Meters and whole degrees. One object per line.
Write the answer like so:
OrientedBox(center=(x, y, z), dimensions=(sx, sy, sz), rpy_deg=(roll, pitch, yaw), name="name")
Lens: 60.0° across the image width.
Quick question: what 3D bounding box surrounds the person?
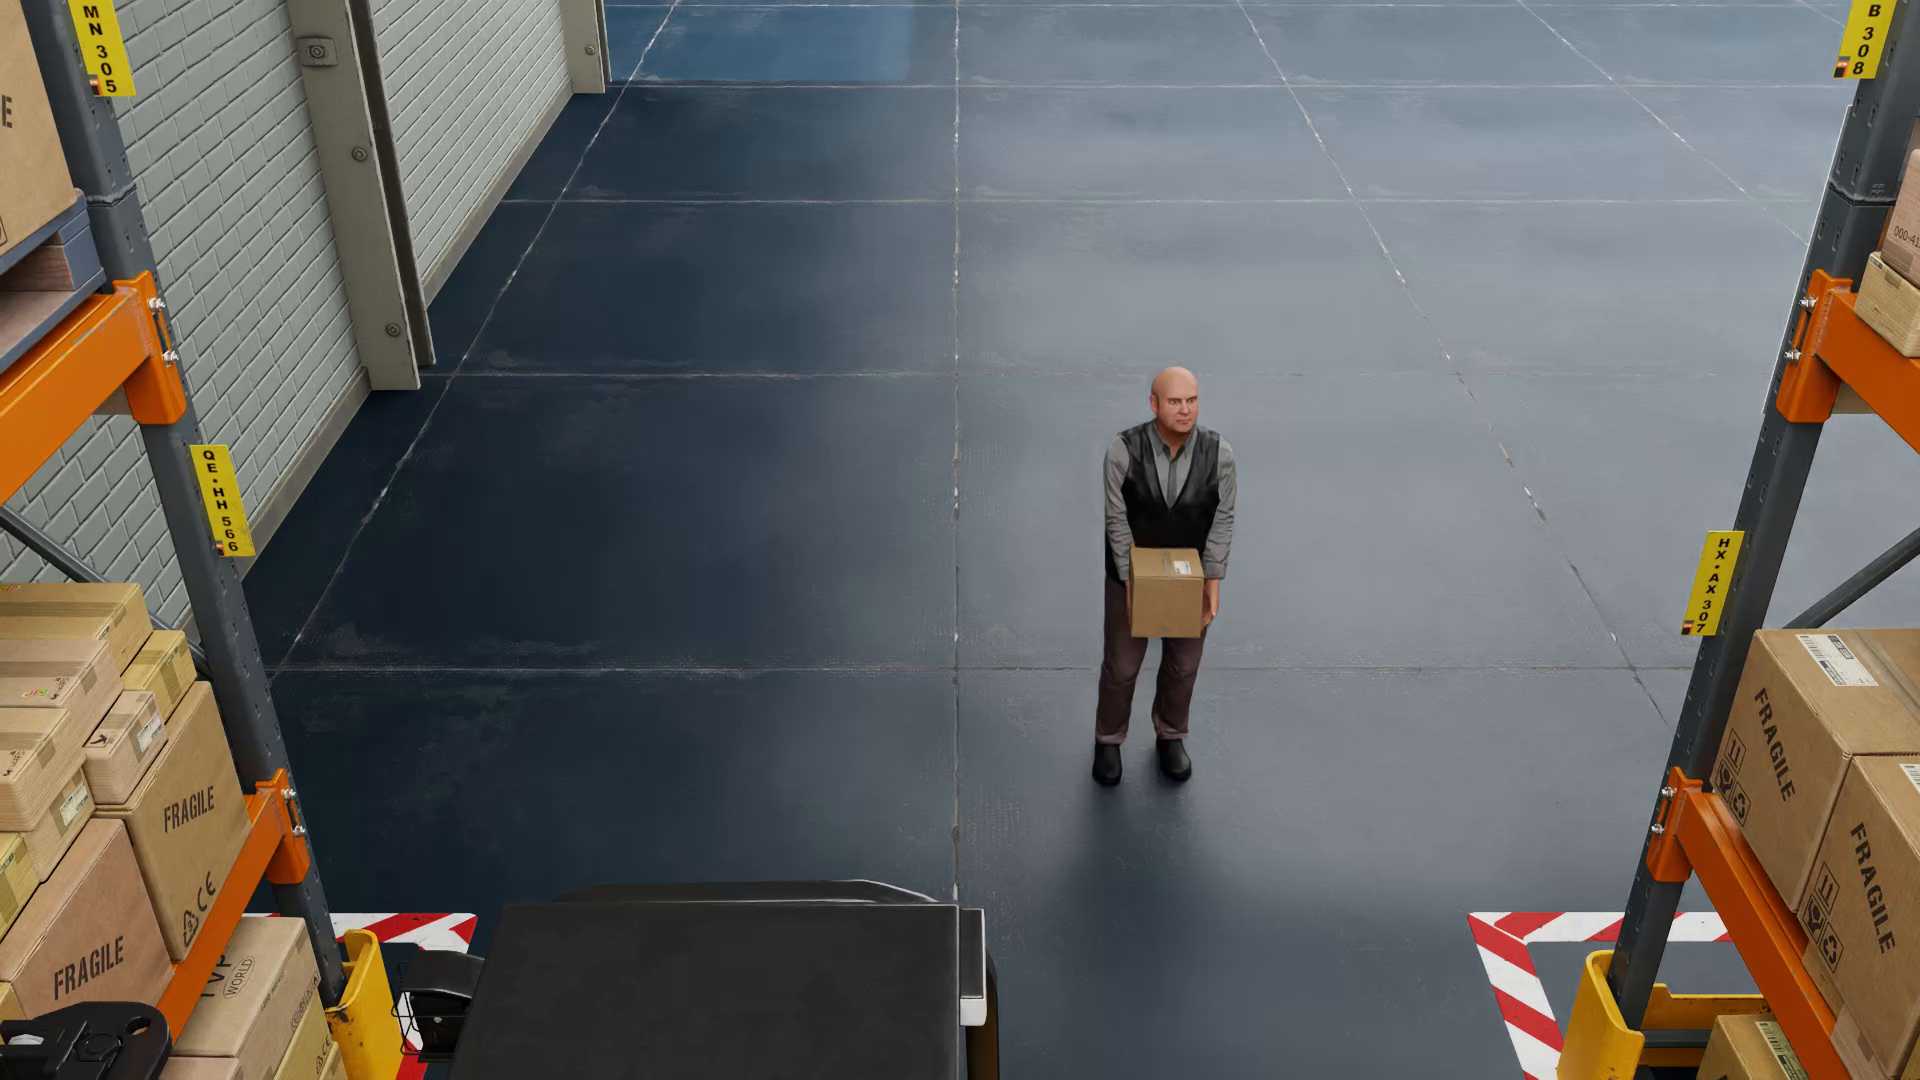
OrientedBox(center=(0.785, 0.195, 6.336), dimensions=(0.504, 1.722, 0.548), rpy_deg=(-2, 31, -3), name="person")
